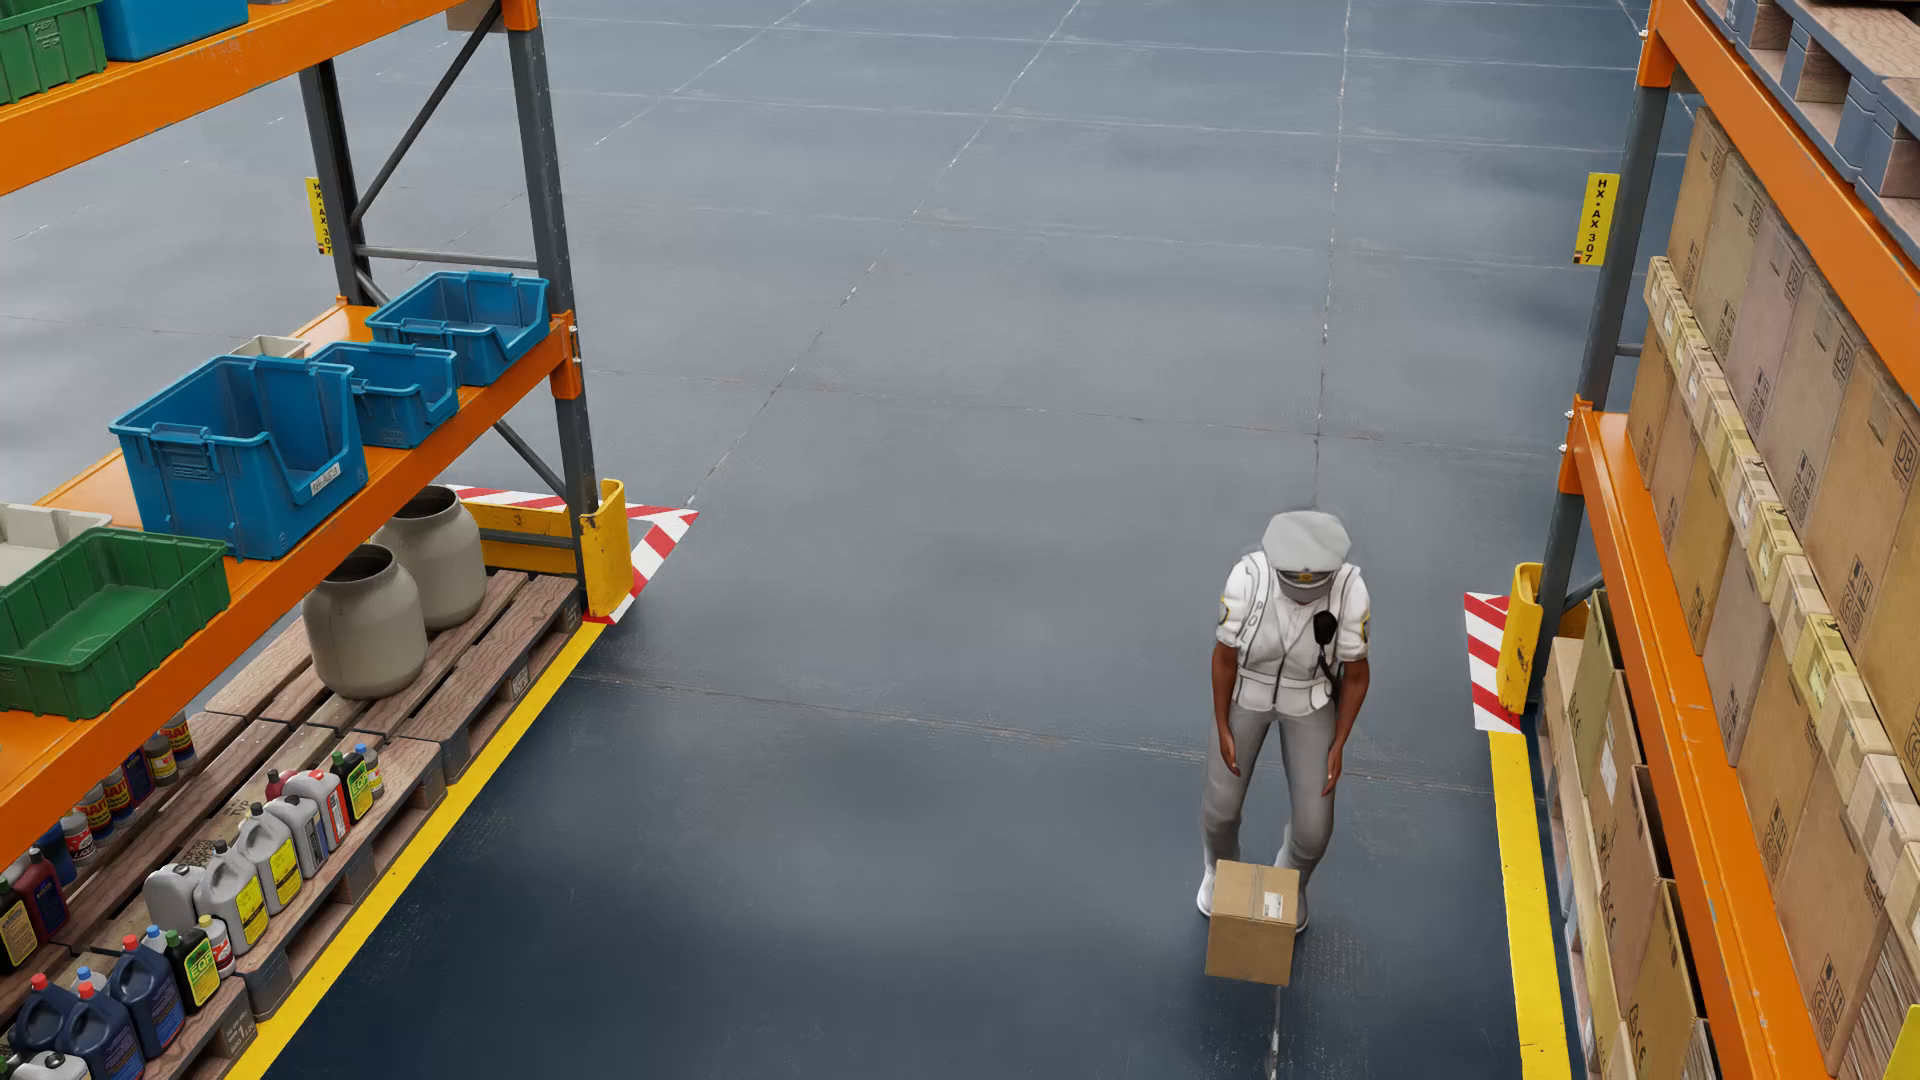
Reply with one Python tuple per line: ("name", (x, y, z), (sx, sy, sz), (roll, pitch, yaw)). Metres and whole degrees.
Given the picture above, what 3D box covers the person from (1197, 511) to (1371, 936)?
("person", (1.021, 0.566, 5.238), (0.480, 1.546, 0.563), (6, 30, 12))
